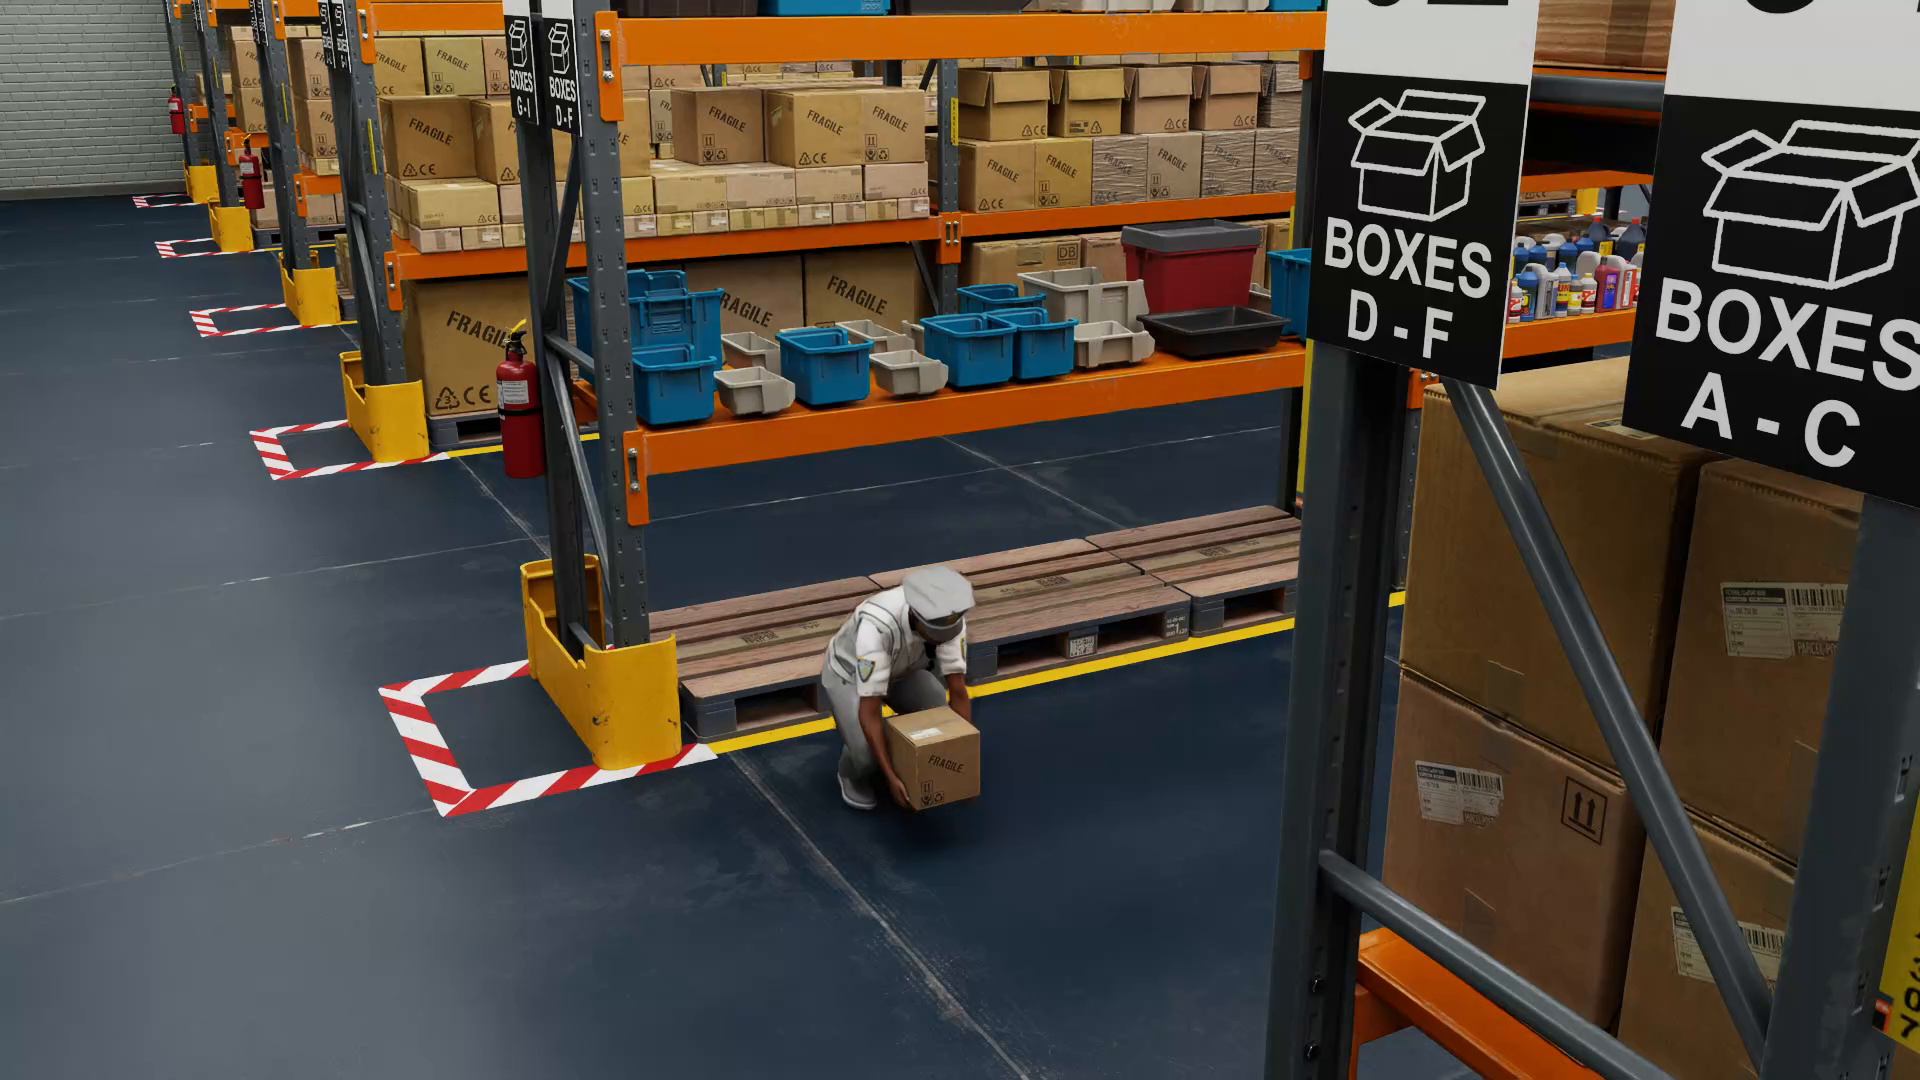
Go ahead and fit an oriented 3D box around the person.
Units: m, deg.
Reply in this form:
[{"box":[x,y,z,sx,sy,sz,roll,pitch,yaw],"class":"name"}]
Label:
[{"box":[-0.220,0.524,6.094,0.464,0.996,0.811,-8,20,-22],"class":"person"}]
